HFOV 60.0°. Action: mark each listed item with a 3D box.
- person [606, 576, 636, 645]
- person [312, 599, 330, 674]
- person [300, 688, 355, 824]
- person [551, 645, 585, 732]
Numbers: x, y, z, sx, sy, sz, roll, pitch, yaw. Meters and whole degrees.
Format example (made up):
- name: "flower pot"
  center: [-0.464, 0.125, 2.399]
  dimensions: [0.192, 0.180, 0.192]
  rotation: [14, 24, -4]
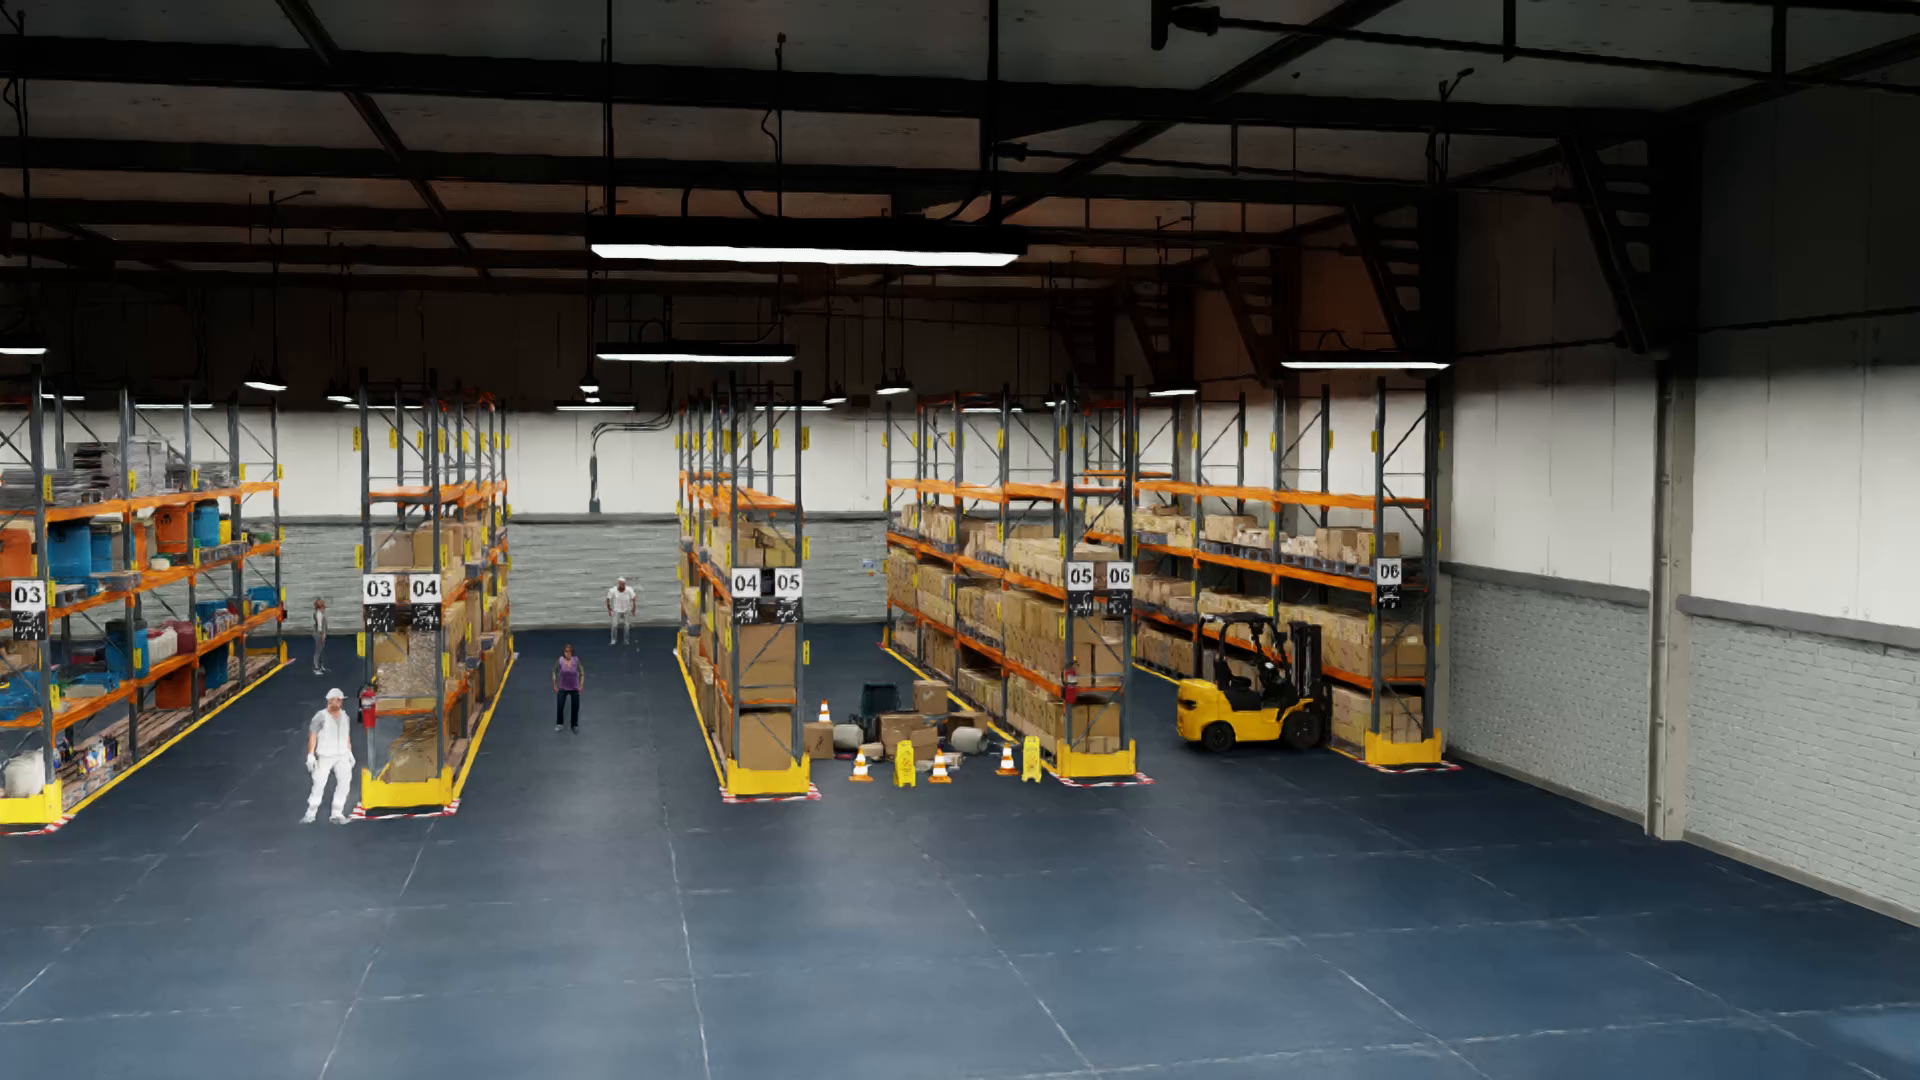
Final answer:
- name: "person"
  center: [-8.302, 1.729, 40.758]
  dimensions: [0.719, 1.714, 0.578]
  rotation: [-1, 4, -14]
- name: "person"
  center: [-13.741, 2.060, 35.715]
  dimensions: [0.344, 1.602, 0.552]
  rotation: [-1, 4, -20]
- name: "person"
  center: [-8.289, 2.830, 21.754]
  dimensions: [0.506, 1.772, 0.667]
  rotation: [3, 5, 42]
- name: "person"
  center: [-6.722, 2.541, 28.511]
  dimensions: [0.566, 1.541, 0.519]
  rotation: [-1, 4, -14]
